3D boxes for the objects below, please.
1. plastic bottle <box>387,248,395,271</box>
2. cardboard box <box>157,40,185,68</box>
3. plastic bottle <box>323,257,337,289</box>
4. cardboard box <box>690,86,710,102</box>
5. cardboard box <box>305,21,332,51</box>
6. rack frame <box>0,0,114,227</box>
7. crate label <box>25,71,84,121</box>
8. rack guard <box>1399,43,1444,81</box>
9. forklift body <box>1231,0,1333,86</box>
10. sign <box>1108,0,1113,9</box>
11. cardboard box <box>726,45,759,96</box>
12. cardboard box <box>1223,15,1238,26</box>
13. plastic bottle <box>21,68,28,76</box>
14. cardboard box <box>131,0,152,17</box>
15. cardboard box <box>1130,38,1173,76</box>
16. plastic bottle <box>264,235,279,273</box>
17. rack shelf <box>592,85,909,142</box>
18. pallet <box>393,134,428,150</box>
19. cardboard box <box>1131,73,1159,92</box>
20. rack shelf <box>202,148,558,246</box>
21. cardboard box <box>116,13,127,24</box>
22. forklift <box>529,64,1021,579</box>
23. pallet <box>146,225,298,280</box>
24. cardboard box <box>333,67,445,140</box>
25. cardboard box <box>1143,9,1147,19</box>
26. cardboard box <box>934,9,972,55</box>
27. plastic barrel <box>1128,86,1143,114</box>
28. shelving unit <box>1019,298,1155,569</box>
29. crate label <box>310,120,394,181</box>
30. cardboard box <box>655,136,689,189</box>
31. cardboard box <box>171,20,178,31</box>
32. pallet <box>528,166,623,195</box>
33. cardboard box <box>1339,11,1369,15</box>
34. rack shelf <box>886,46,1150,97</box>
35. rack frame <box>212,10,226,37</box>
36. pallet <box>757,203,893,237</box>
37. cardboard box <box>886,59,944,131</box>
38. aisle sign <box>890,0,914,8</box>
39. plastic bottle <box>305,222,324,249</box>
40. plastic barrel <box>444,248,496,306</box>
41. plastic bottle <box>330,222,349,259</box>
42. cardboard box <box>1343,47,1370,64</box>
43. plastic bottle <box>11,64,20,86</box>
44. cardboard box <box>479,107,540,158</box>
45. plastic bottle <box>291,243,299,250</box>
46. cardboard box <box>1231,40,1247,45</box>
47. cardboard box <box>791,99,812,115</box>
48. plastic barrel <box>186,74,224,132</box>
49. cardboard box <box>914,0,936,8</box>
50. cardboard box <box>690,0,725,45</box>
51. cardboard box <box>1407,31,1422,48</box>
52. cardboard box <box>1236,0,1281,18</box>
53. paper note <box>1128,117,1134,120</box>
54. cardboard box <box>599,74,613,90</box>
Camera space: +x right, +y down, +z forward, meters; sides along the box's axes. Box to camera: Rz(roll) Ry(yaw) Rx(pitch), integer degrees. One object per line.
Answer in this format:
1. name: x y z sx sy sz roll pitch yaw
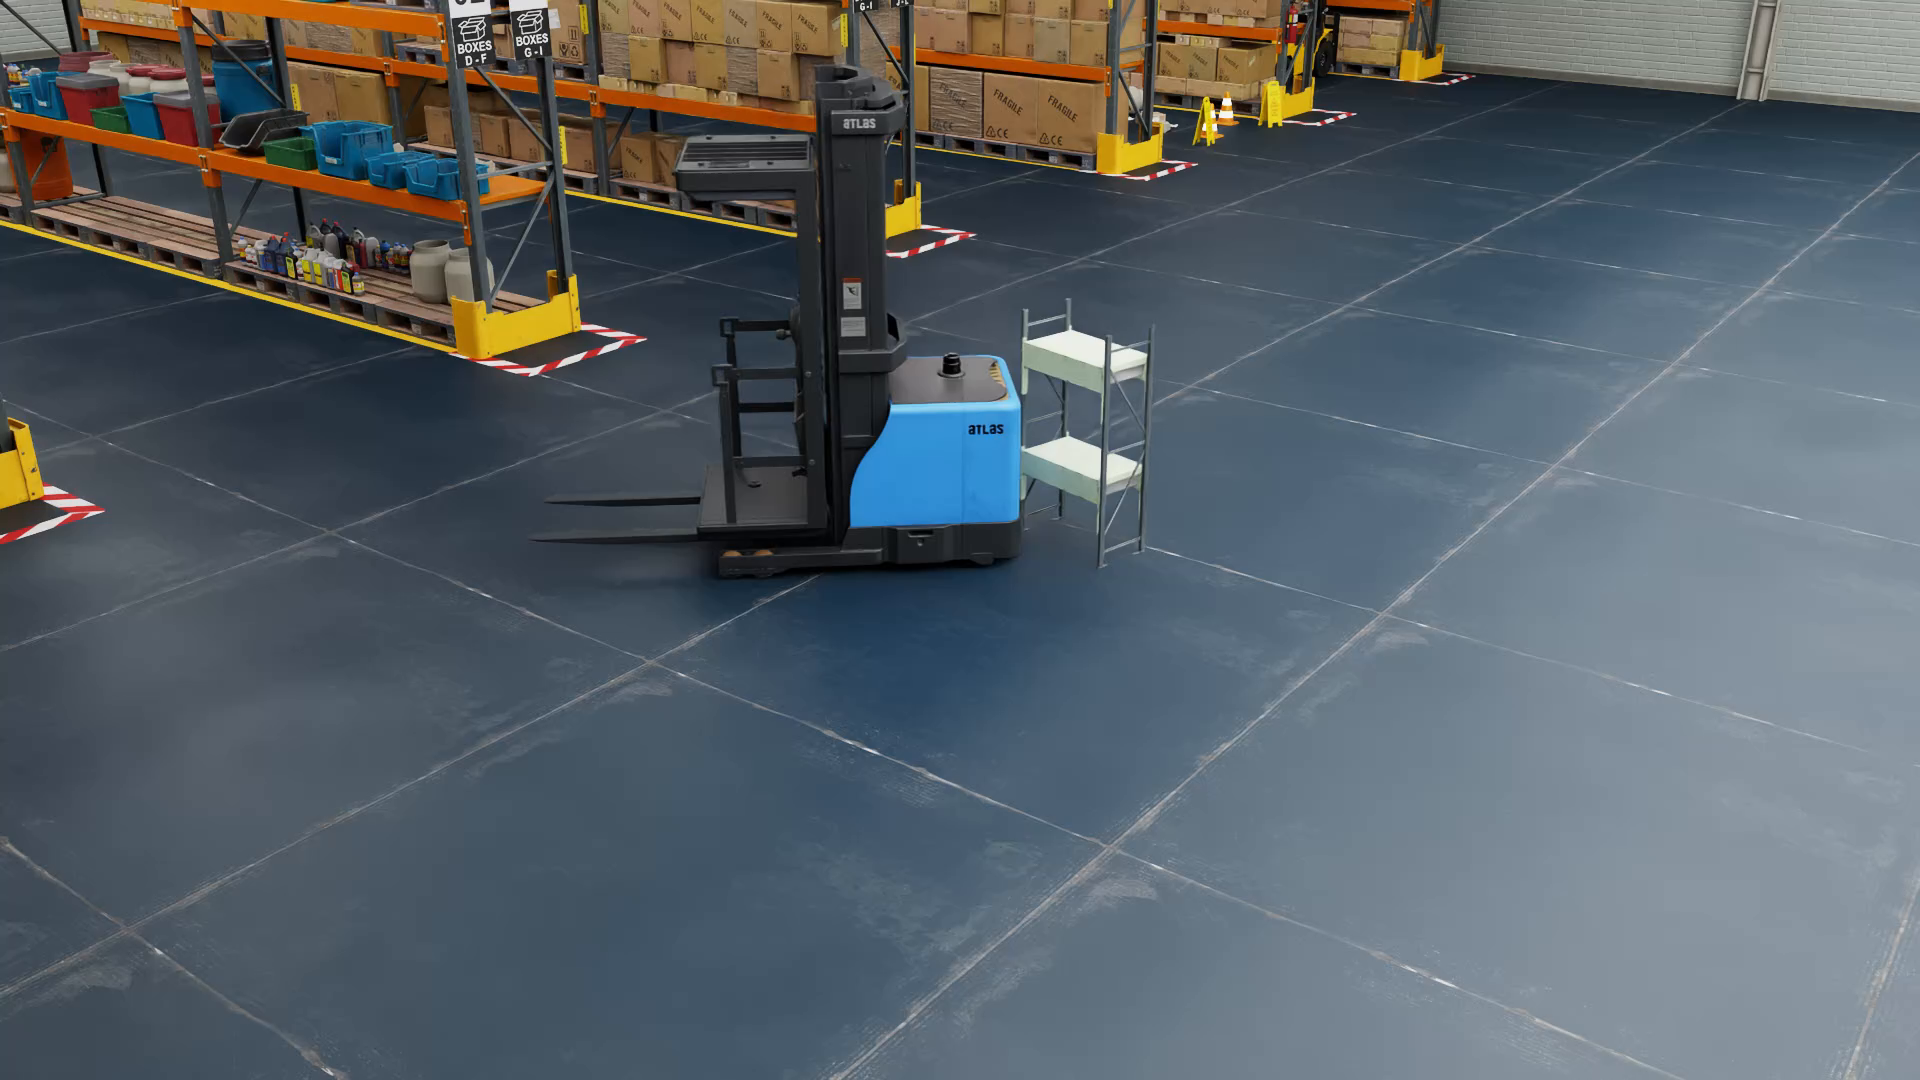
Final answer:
1. plastic bottle: -5.508 -2.728 16.145 0.097 0.201 0.097 0 24 0
2. cardboard box: -11.642 -7.260 25.621 0.875 0.875 0.875 17 29 33
3. plastic bottle: -5.839 -2.498 15.531 0.135 0.276 0.152 16 28 32
4. cardboard box: -2.840 -5.080 18.870 0.250 0.149 0.380 17 29 33
5. cardboard box: -8.597 -7.002 22.796 0.500 0.500 0.500 16 28 32
6. rack frame: -10.212 -5.071 18.540 0.127 3.000 1.000 17 29 33
7. crate label: -9.579 -4.760 17.789 0.616 0.435 0.502 17 29 33
8. rack guard: 8.097 -8.385 29.160 0.348 0.500 1.175 17 29 33
9. forklift body: 5.466 -9.016 28.545 1.214 2.155 2.313 17 29 33
10. sign: 1.880 -6.777 20.682 0.005 0.325 0.100 17 29 33
11. cardboard box: -2.109 -5.276 18.510 0.500 0.500 0.875 17 29 33
12. cardboard box: 4.215 -7.933 25.346 0.250 0.149 0.380 16 29 32
13. plastic bottle: -10.847 -5.351 19.333 0.097 0.271 0.097 0 24 0
14. cardboard box: -12.180 -8.098 25.225 0.500 0.250 0.500 16 28 32
15. cardboard box: 3.063 -7.695 26.454 0.500 0.500 0.500 19 30 36
16. plastic bottle: -6.614 -2.764 16.043 0.185 0.351 0.144 18 29 35
17. rack shelf: -2.440 -4.889 19.019 4.000 0.370 1.077 17 29 33
18. pallet: -7.827 -5.608 23.217 1.213 0.211 1.003 17 29 33
19. cardboard box: 3.073 -7.351 26.602 0.500 0.250 0.500 16 29 33
20. rack shelf: -5.410 -3.291 15.392 4.000 0.370 1.077 17 29 33
21. cardboard box: -12.733 -8.049 25.609 0.250 0.149 0.380 16 28 32
22. forklift: -1.164 -1.326 10.125 3.031 2.935 1.130 -2 24 -4
23. pallet: -7.662 -3.005 17.309 1.213 0.211 1.003 17 29 33
24. cardboard box: -7.781 -6.063 22.904 0.875 0.875 1.225 15 28 31
25. cardboard box: 2.981 -8.292 26.162 0.250 0.149 0.380 17 29 34
26. cardboard box: 0.133 -6.967 22.656 0.550 0.550 0.875 17 29 33
27. plastic barrel: 2.543 -6.764 25.577 0.512 0.421 0.421 -5 24 -12
28. shelving unit: 0.775 -0.672 10.414 0.431 1.500 0.755 -19 30 -36
29. crate label: -5.445 -3.511 14.954 0.616 0.435 0.502 17 29 33
30. cardboard box: -3.281 -4.505 19.833 0.500 0.500 0.500 -16 28 -31
31. cardboard box: -11.499 -7.676 24.763 0.250 0.149 0.380 17 29 34
32. pallet: -4.664 -4.614 20.960 1.213 0.211 1.003 17 29 33
33. cardboard box: 7.011 -9.347 29.894 0.500 0.250 0.500 17 29 33
34. rack shelf: 0.616 -6.465 22.595 4.000 0.370 1.077 17 29 33
35. rack frame: -10.442 -7.637 24.362 0.127 3.000 1.000 17 29 33
36. pallet: -1.529 -3.685 18.852 1.213 0.211 1.003 17 29 33
37. cardboard box: -0.523 -6.323 23.495 0.875 0.875 0.875 17 29 34
38. aisle sign: -0.610 -6.006 17.438 0.004 0.787 0.394 17 29 33
39. plastic bottle: -6.409 -2.984 16.542 0.185 0.351 0.144 17 29 33
40. plastic barrel: -4.383 -2.325 14.871 0.421 0.512 0.421 0 24 0
41. plastic bottle: -6.169 -2.984 16.542 0.185 0.351 0.144 15 28 31
42. cardboard box: 7.120 -8.603 29.446 0.500 0.250 0.500 17 29 33
43. plastic bottle: -11.102 -5.458 19.577 0.097 0.271 0.097 0 24 0
44. cardboard box: -5.784 -5.306 21.628 0.500 0.500 0.700 20 31 38
45. plastic bottle: -6.425 -2.732 16.068 0.097 0.271 0.097 0 24 0
46. cardboard box: 4.184 -7.624 26.293 0.500 0.500 0.500 16 28 31
47. cardboard box: -1.622 -4.727 18.069 0.250 0.149 0.380 17 29 33
48. plastic barrel: -7.645 -4.468 17.003 0.433 0.535 0.433 0 24 0
49. cardboard box: -0.200 -7.645 22.856 0.550 0.550 0.875 17 29 33
50. cardboard box: -2.625 -5.792 18.442 0.500 0.500 0.500 17 29 33
51. cardboard box: 7.826 -8.878 29.449 0.500 0.250 0.500 17 29 34
52. cardboard box: 4.504 -8.156 25.049 0.500 0.500 0.500 16 29 32
53. paper note: 2.564 -6.408 25.271 0.148 0.019 0.142 -15 28 -30
54. cardboard box: -4.049 -5.438 19.684 0.250 0.149 0.380 17 29 33
